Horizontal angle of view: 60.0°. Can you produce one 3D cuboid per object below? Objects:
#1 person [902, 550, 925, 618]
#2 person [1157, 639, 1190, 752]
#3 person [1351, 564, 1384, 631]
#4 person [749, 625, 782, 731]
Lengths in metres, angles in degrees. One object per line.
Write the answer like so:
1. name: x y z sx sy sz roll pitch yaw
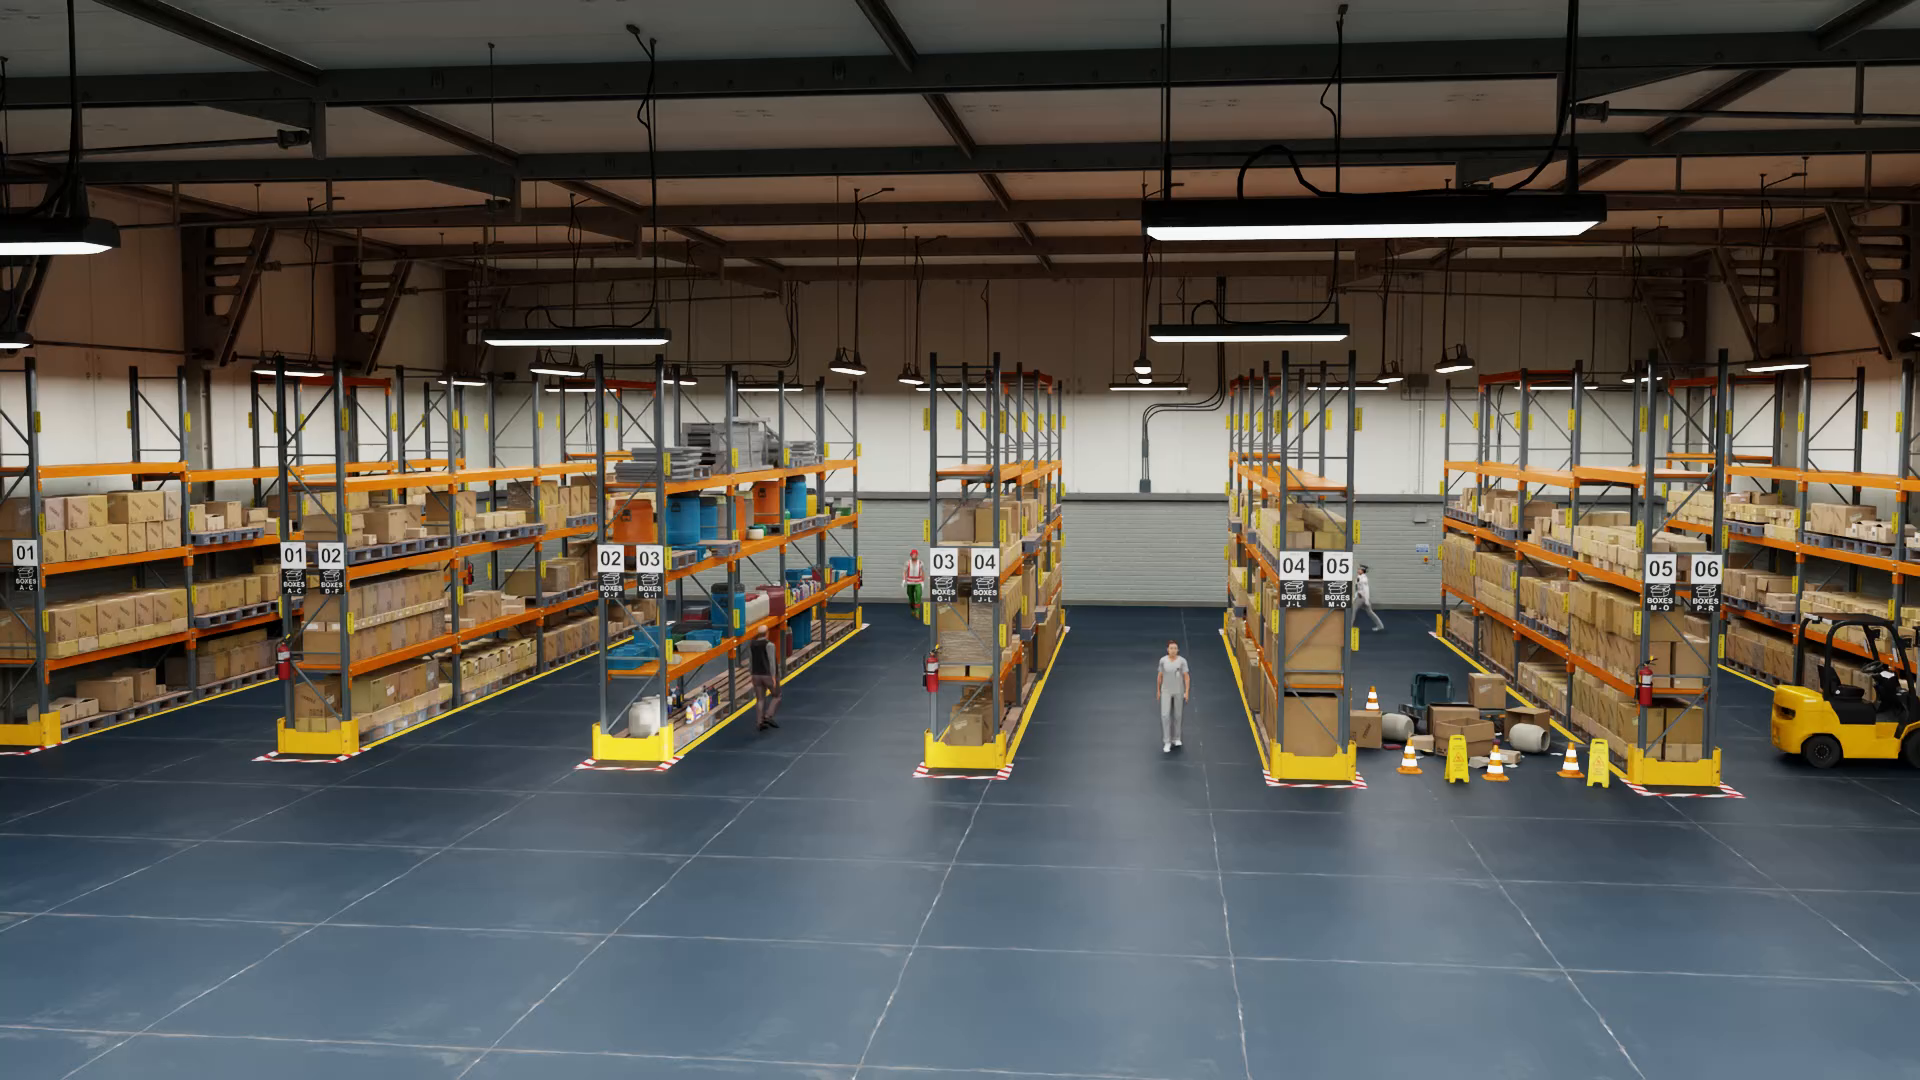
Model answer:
1. person: -1.187 1.108 42.431 0.564 1.729 1.055 0 4 2
2. person: 3.275 2.373 25.542 0.498 1.702 0.639 1 4 9
3. person: 9.583 1.373 39.633 1.042 1.621 0.436 2 4 24
4. person: -3.183 2.225 26.954 0.558 1.701 0.472 2 4 22
